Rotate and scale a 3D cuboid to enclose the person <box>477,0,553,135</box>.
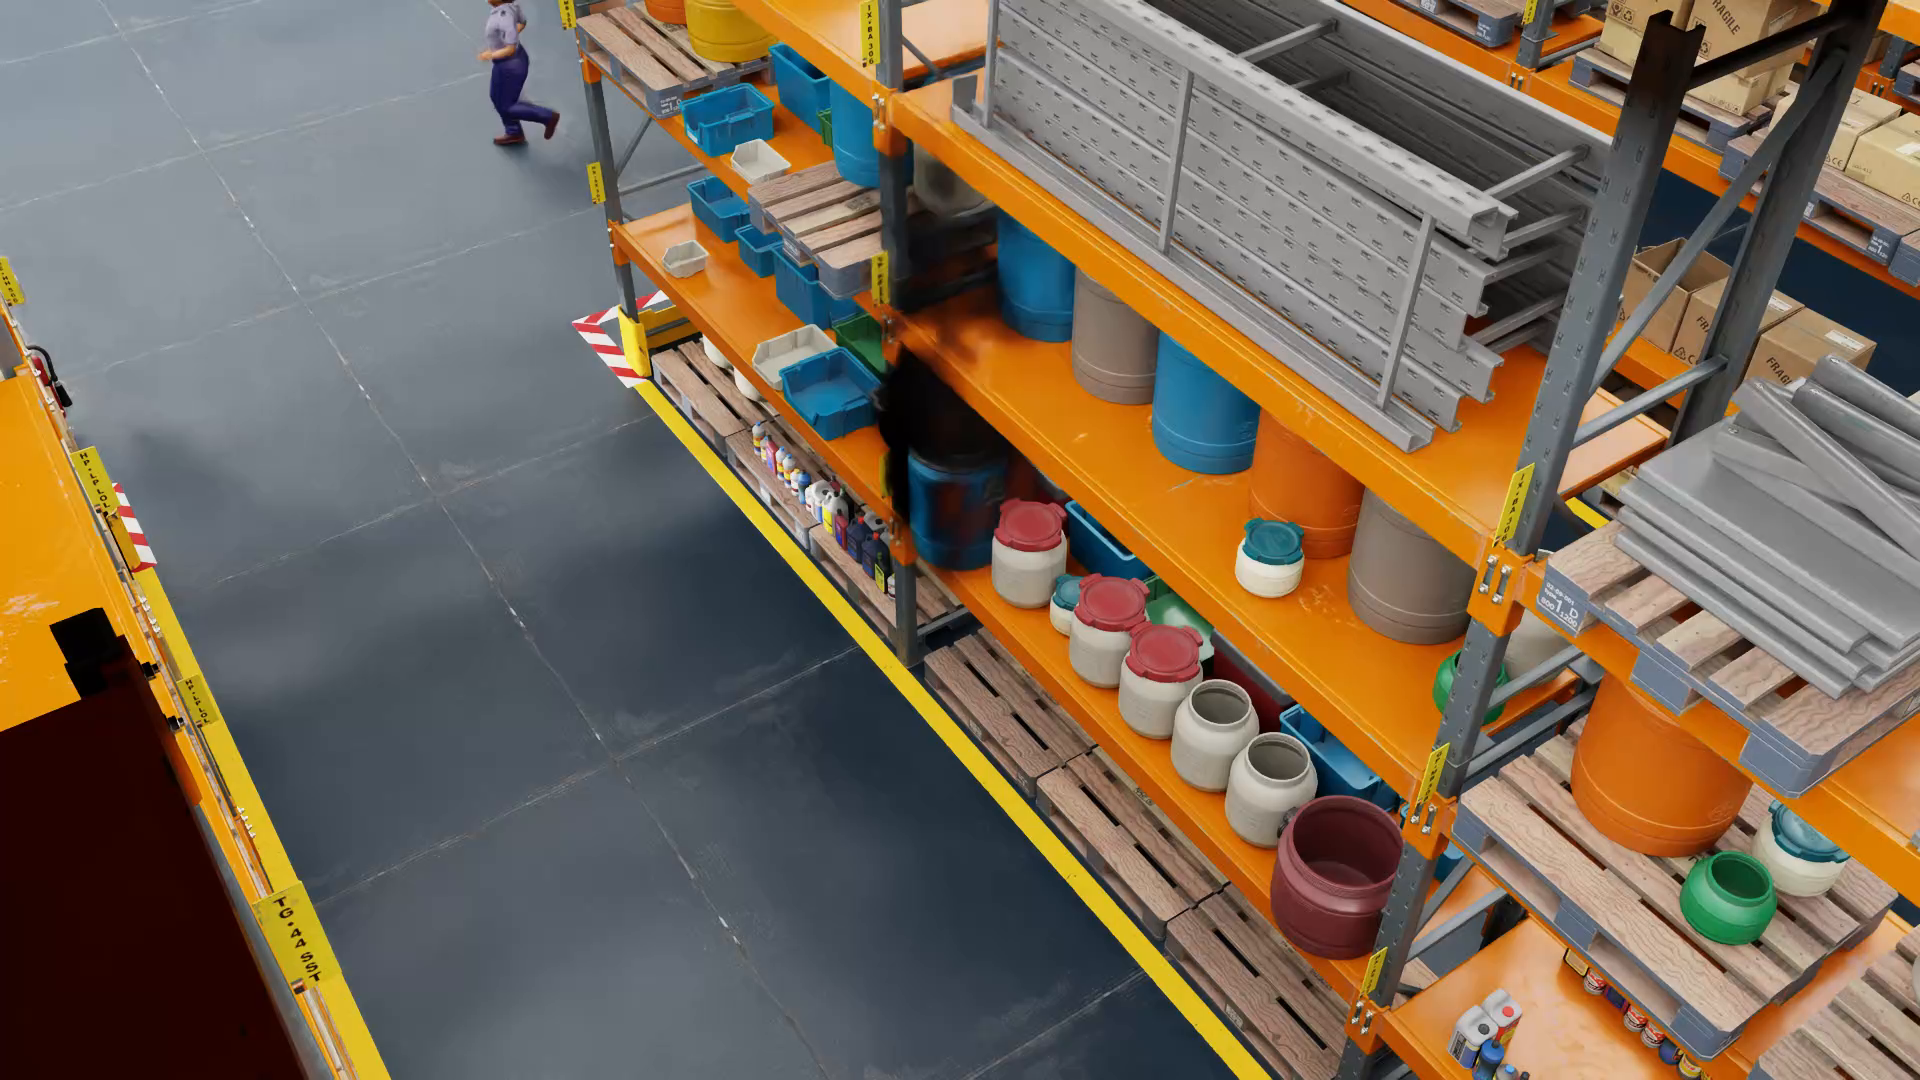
[{"bbox_3d":[-4.136,-4.414,15.342,0.561,1.519,0.613,-4,43,-4],"label":"person"}]
